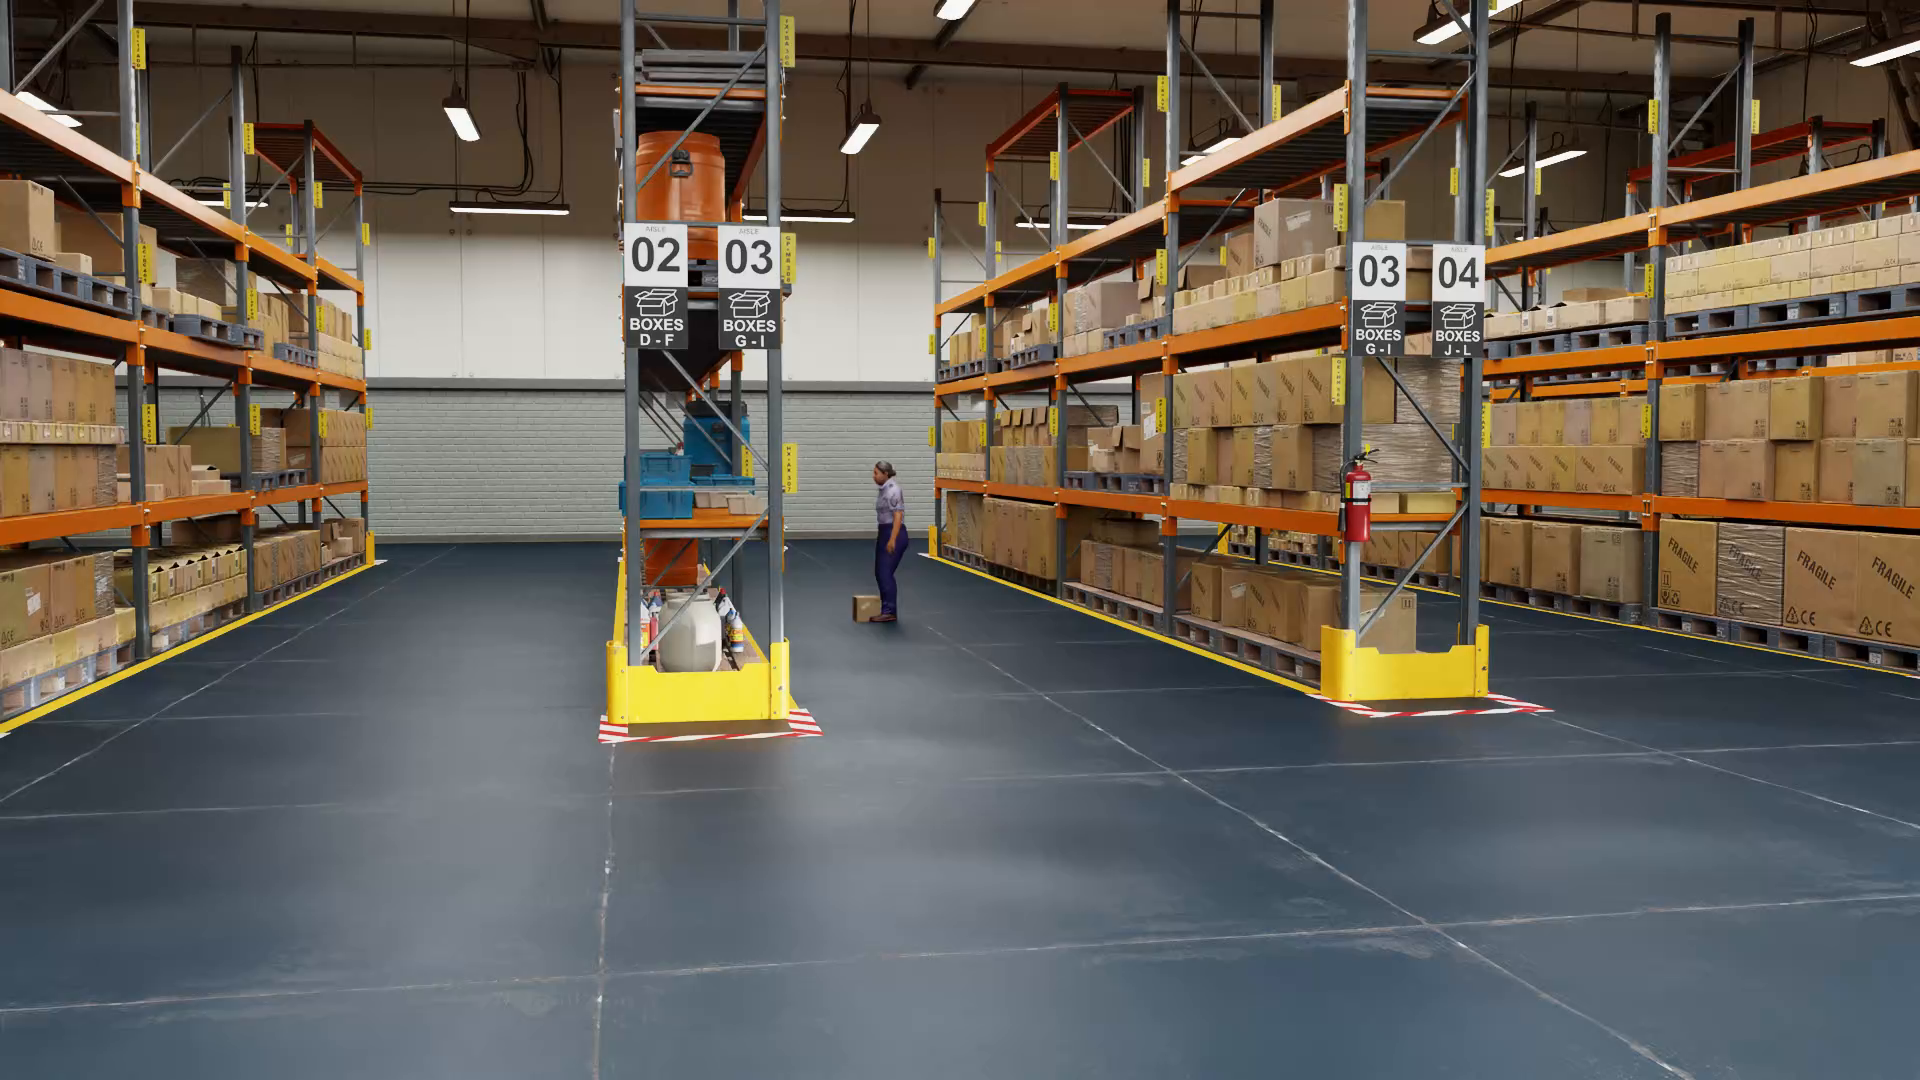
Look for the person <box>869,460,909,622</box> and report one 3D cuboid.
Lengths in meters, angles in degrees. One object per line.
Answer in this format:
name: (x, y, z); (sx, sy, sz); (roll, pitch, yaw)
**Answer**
person: (-0.758, 0.005, 17.126); (0.424, 1.650, 0.547); (-1, 3, -14)
